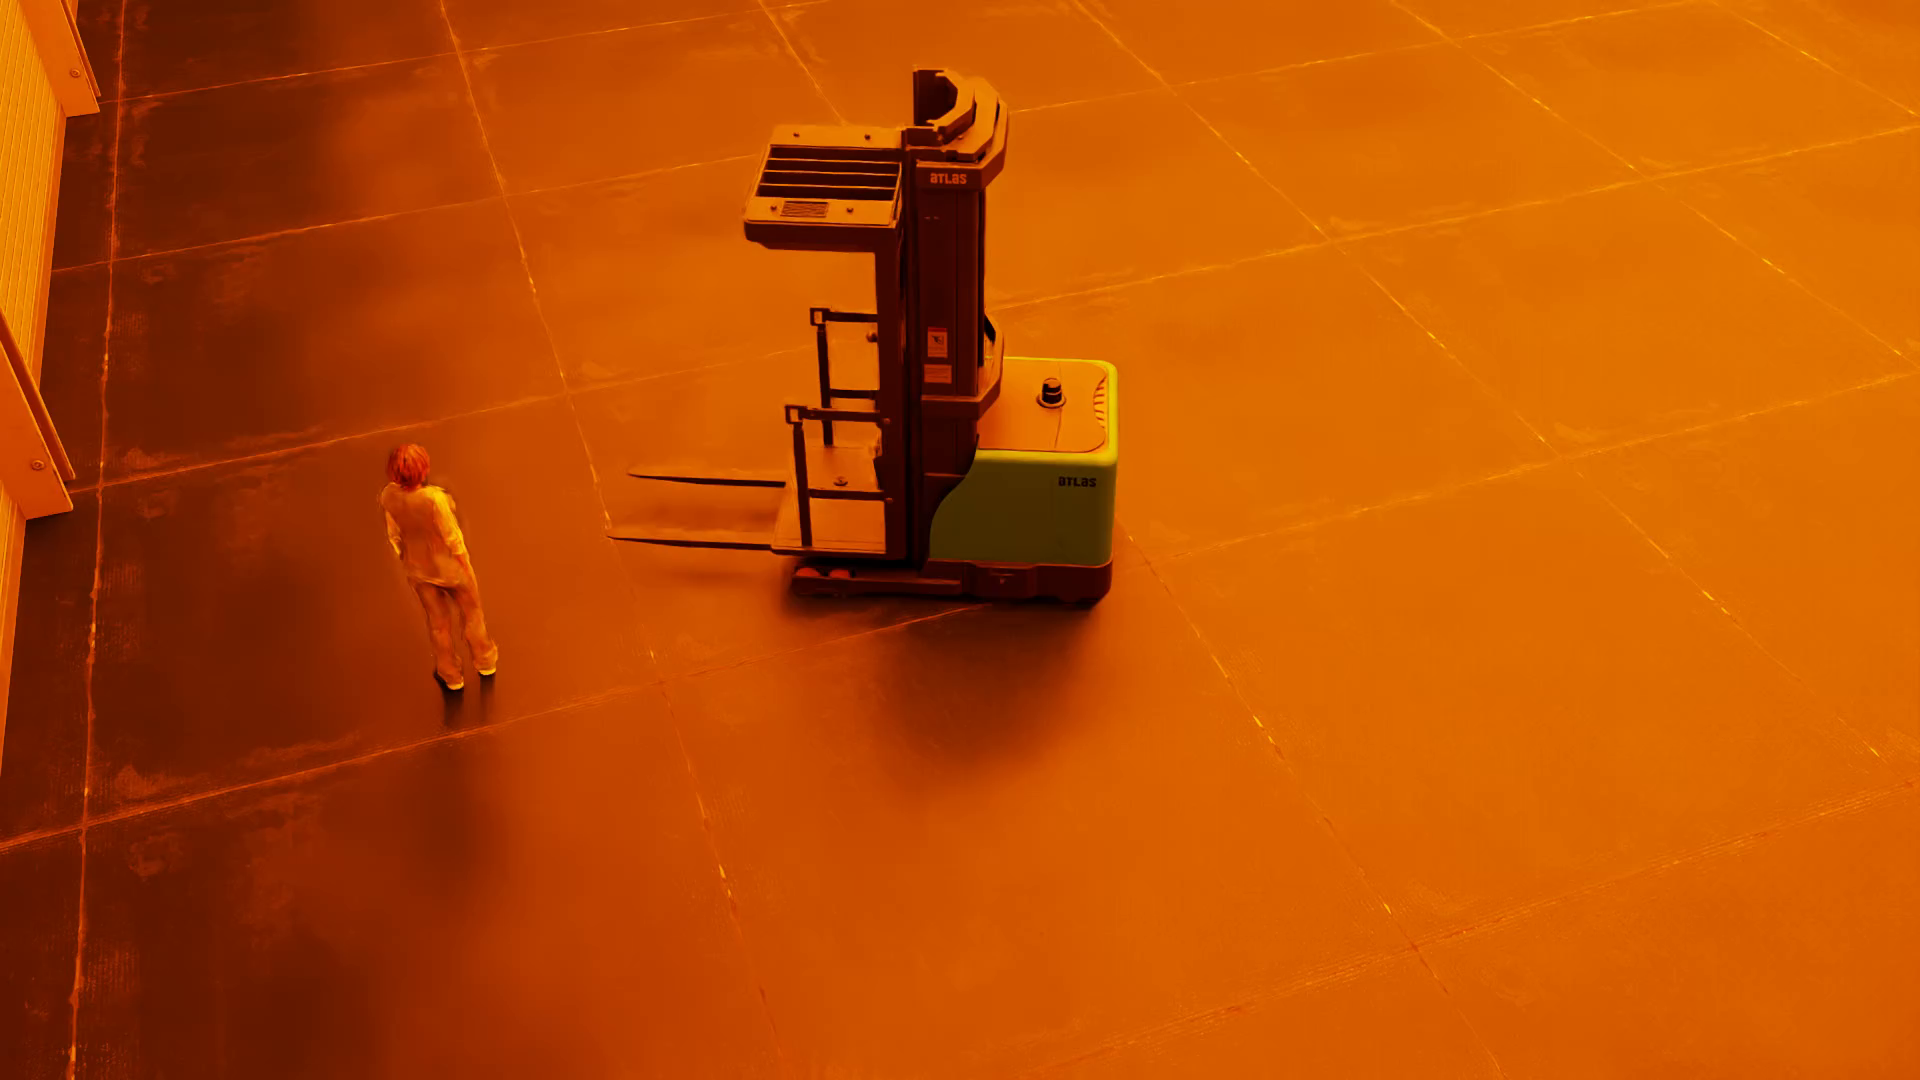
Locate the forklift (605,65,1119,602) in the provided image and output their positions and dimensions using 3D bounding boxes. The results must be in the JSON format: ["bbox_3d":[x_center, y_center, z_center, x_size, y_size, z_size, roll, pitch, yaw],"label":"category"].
[{"bbox_3d":[-0.593,-1.125,9.336,3.031,2.935,1.130,2,40,3],"label":"forklift"}]

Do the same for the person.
[{"bbox_3d":[-2.783,0.118,8.893,0.406,1.601,0.421,7,41,8],"label":"person"}]
